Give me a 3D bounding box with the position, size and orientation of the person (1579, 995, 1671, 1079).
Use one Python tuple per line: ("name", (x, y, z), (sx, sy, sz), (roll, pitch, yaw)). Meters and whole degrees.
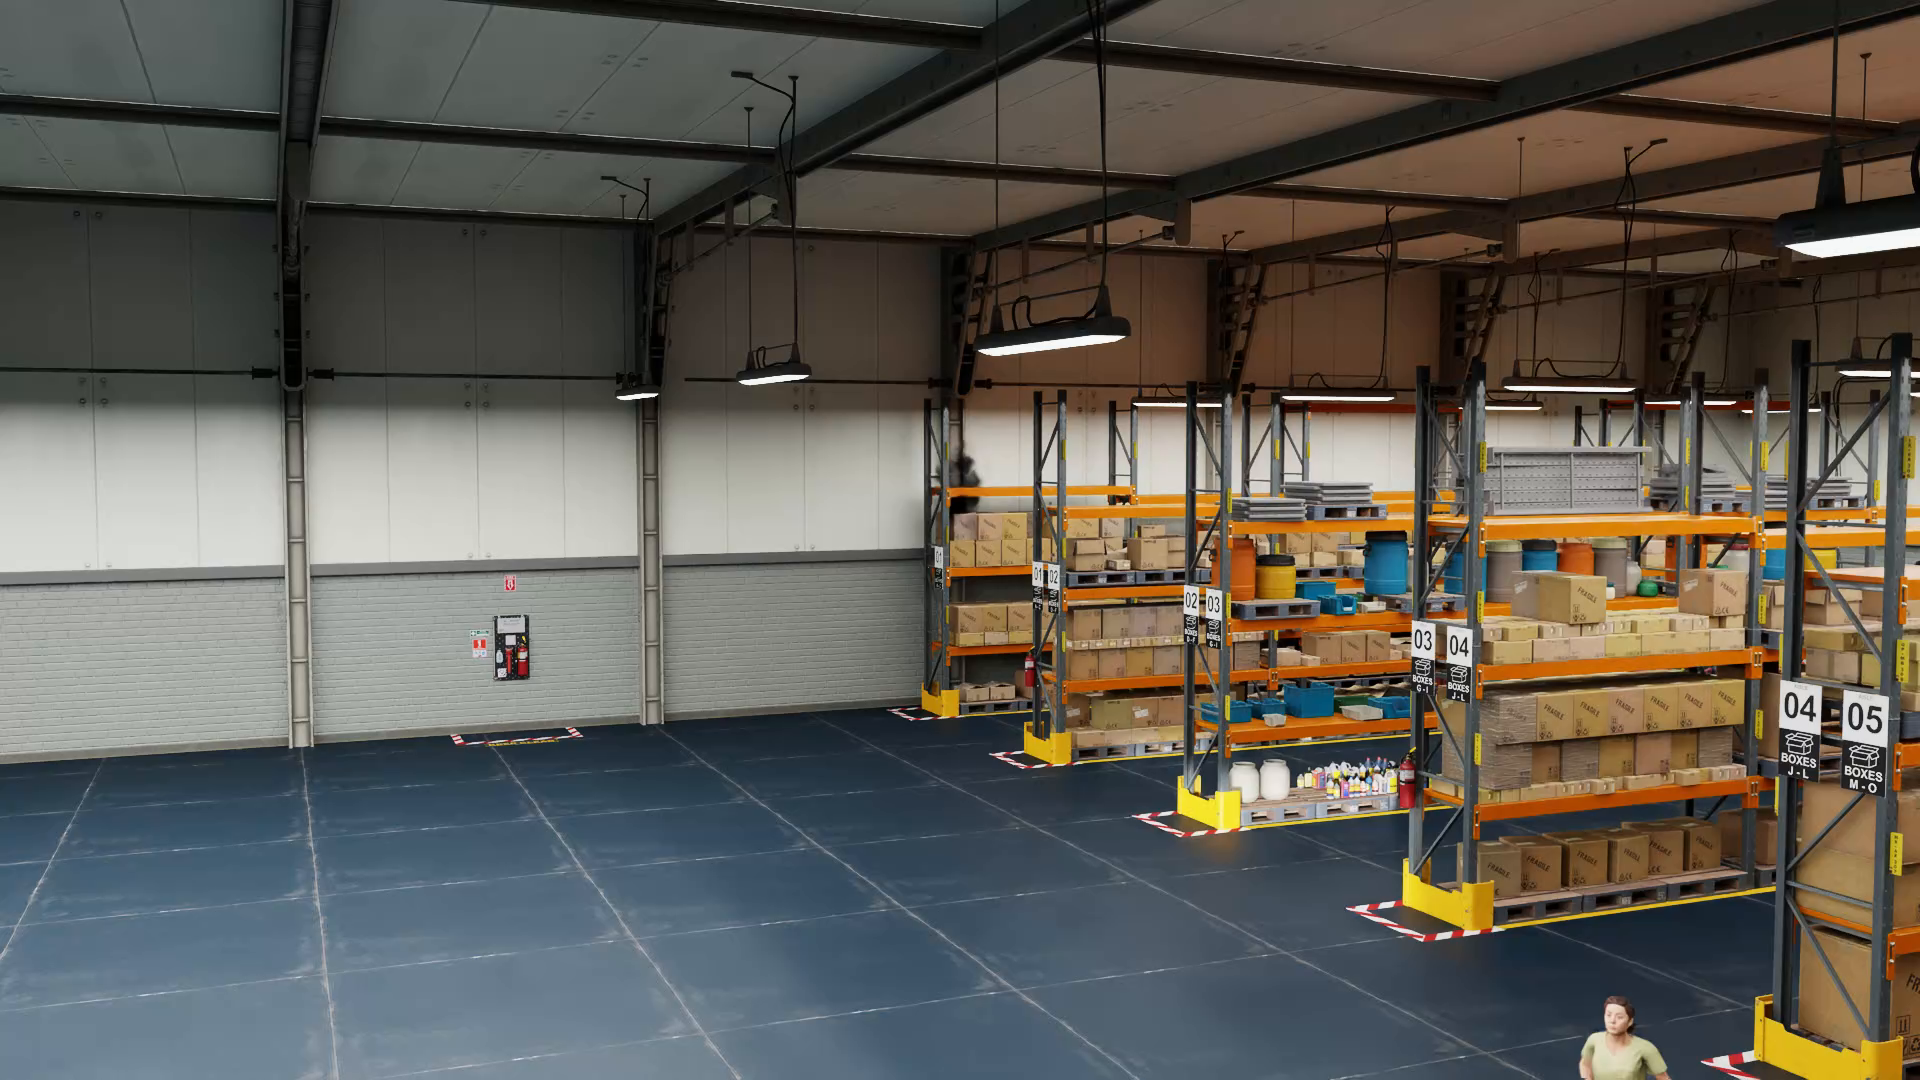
("person", (4.223, 3.722, 10.608), (0.574, 1.662, 0.765), (2, 4, 31))
